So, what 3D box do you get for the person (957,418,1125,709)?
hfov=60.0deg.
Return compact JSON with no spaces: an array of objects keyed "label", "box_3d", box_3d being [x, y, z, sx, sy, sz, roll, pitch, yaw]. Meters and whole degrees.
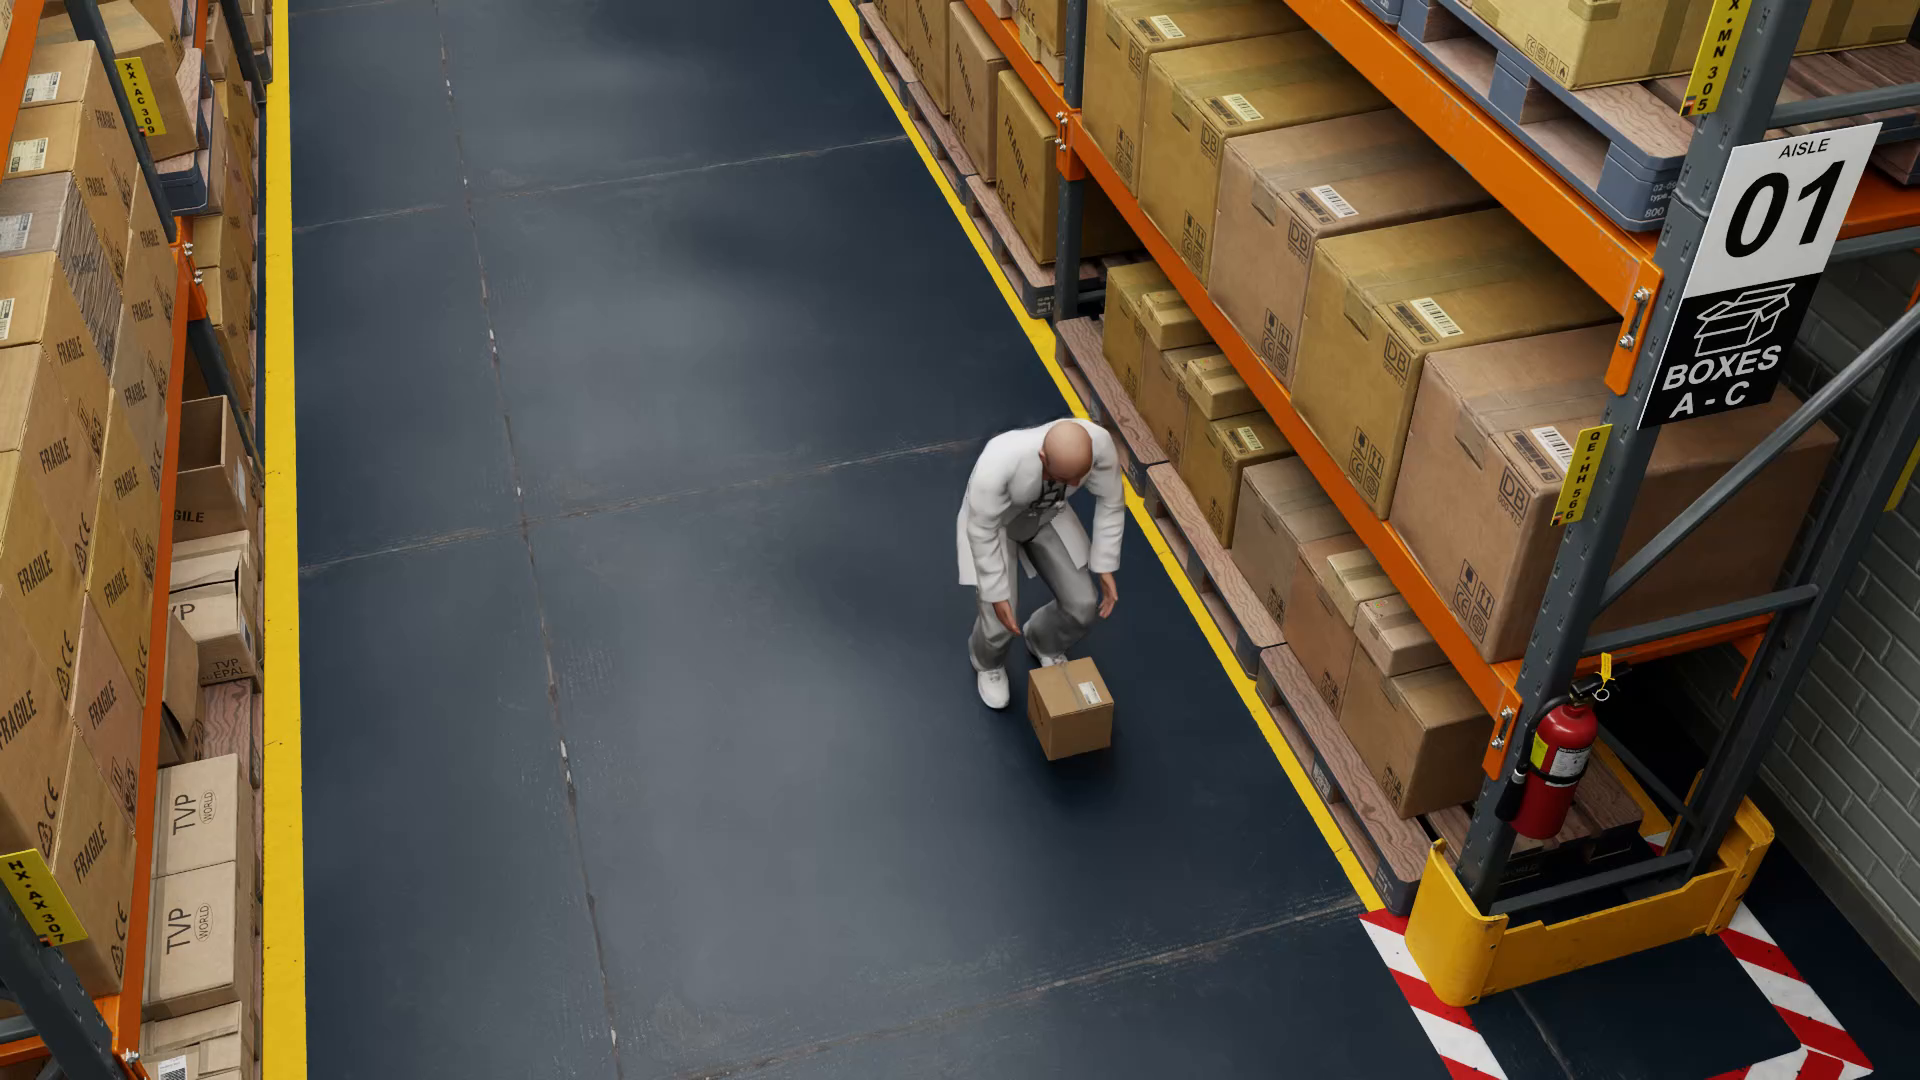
[{"label":"person","box_3d":[0.296,0.014,6.381,0.631,1.483,0.680,-12,43,-13]}]
